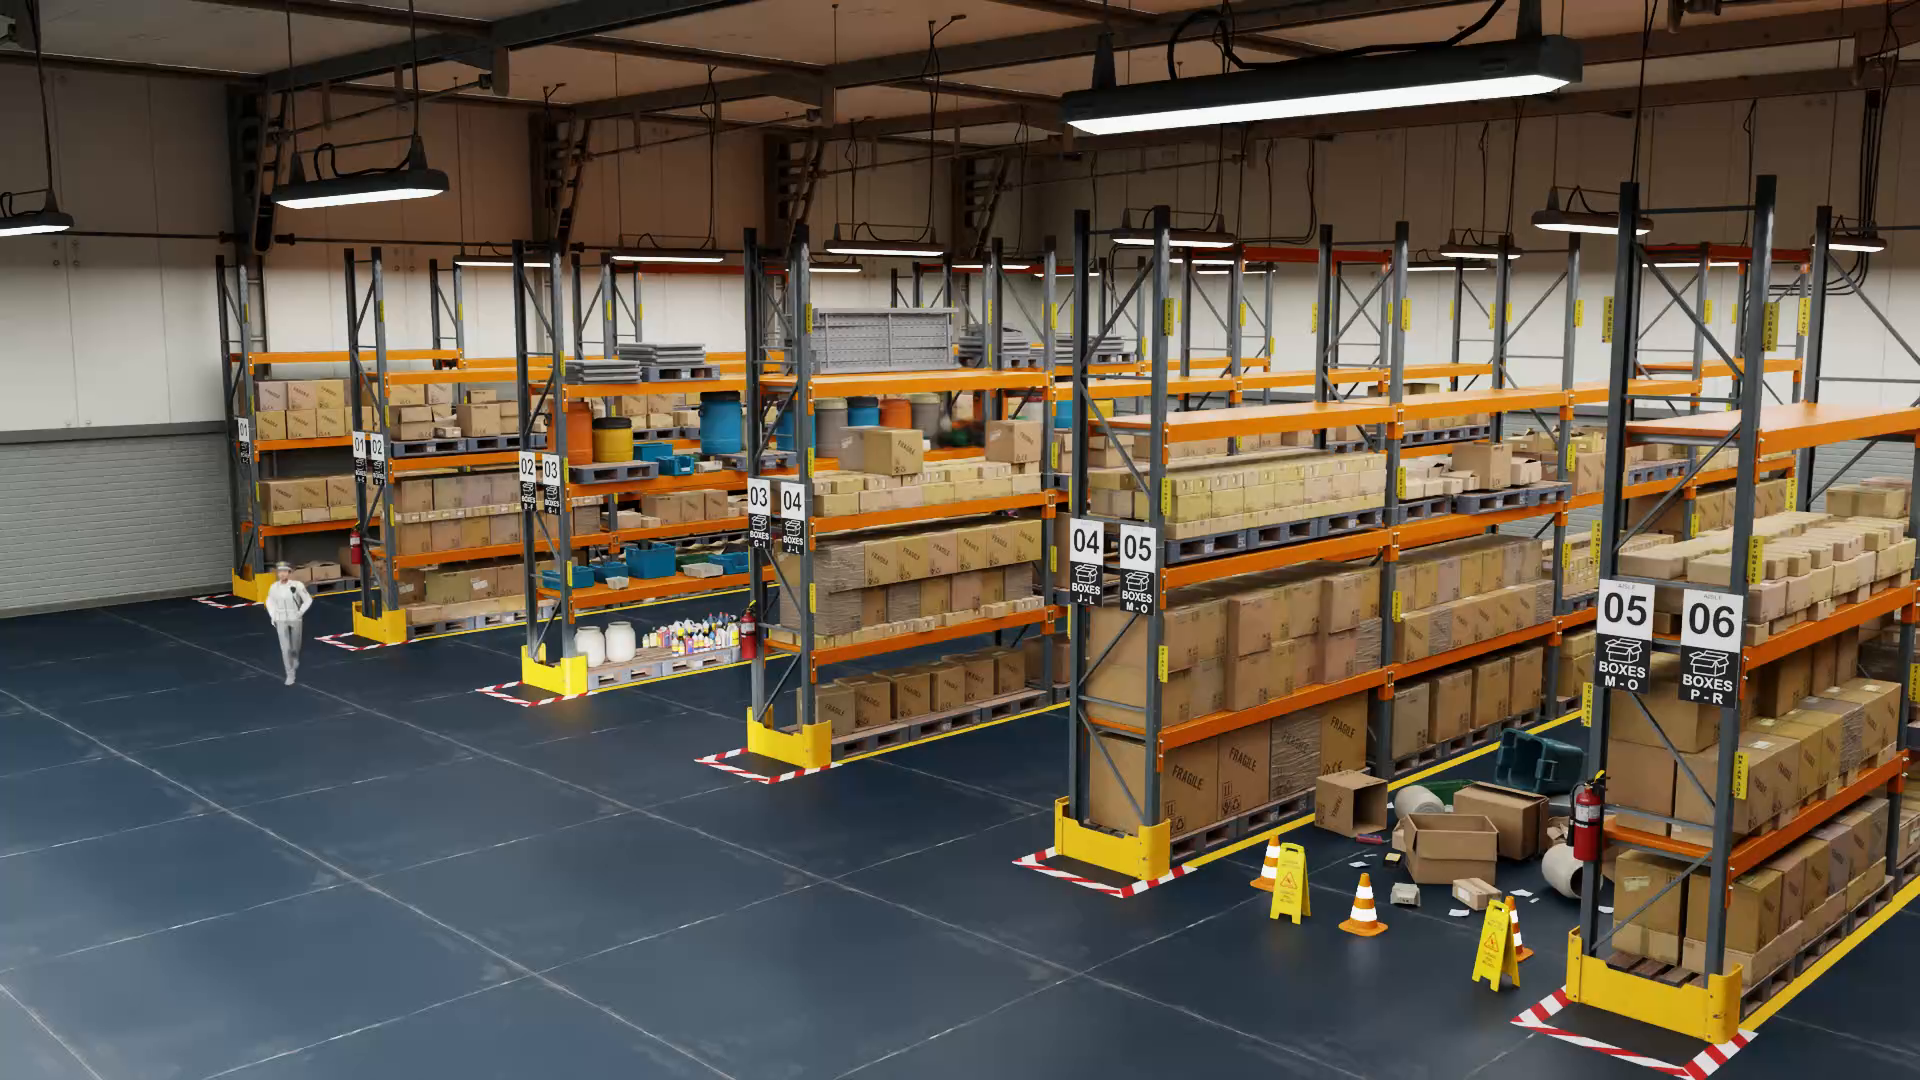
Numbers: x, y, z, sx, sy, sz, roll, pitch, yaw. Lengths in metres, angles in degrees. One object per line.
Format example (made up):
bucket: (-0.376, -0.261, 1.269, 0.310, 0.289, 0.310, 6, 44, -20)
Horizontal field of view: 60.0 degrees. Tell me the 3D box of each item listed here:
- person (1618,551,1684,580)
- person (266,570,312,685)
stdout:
person: (9.551, 1.268, 15.366, 10.997, 3.212, 2.239, -8, 11, -43)
person: (-9.236, 1.139, 22.912, 0.613, 1.637, 0.670, -2, 8, -14)
